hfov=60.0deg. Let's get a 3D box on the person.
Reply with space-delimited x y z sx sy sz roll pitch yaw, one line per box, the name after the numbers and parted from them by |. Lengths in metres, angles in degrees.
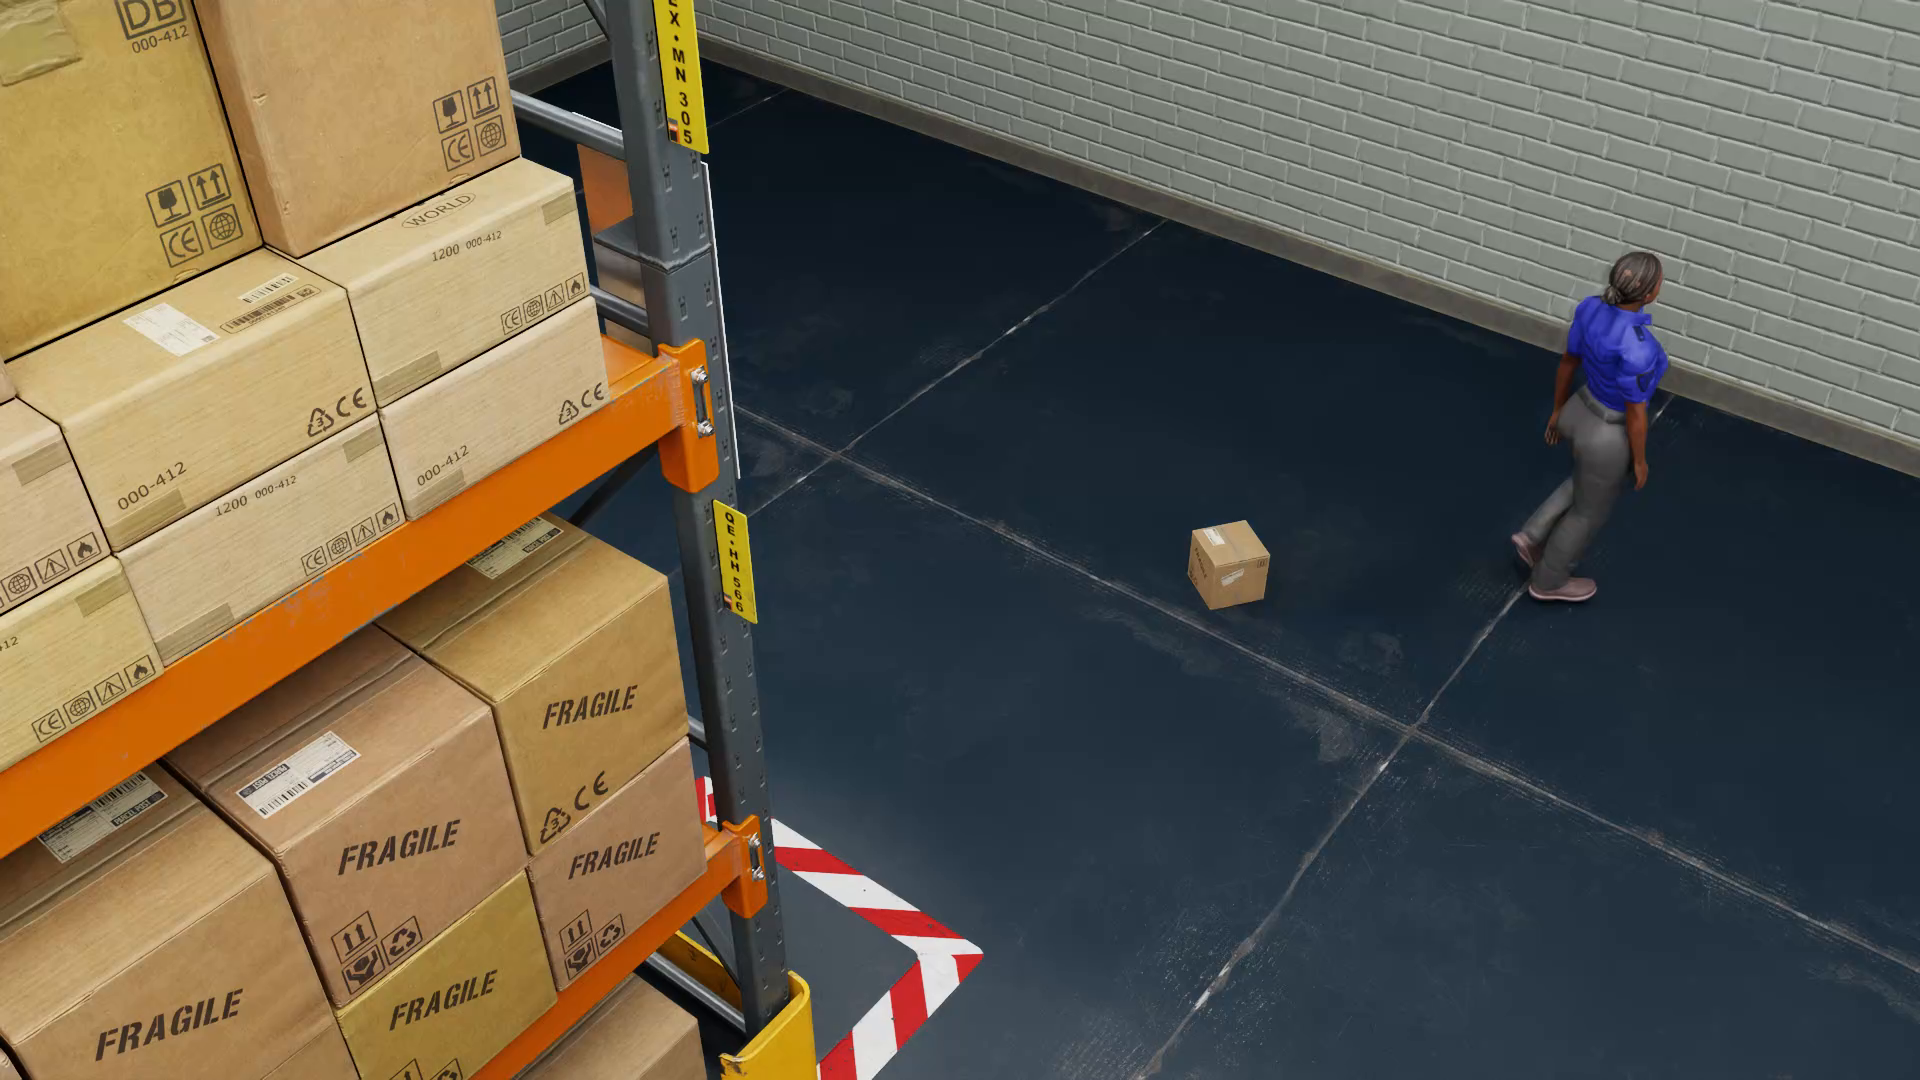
2.592 -0.426 6.661 0.430 1.664 0.452 -7 40 -8 | person
